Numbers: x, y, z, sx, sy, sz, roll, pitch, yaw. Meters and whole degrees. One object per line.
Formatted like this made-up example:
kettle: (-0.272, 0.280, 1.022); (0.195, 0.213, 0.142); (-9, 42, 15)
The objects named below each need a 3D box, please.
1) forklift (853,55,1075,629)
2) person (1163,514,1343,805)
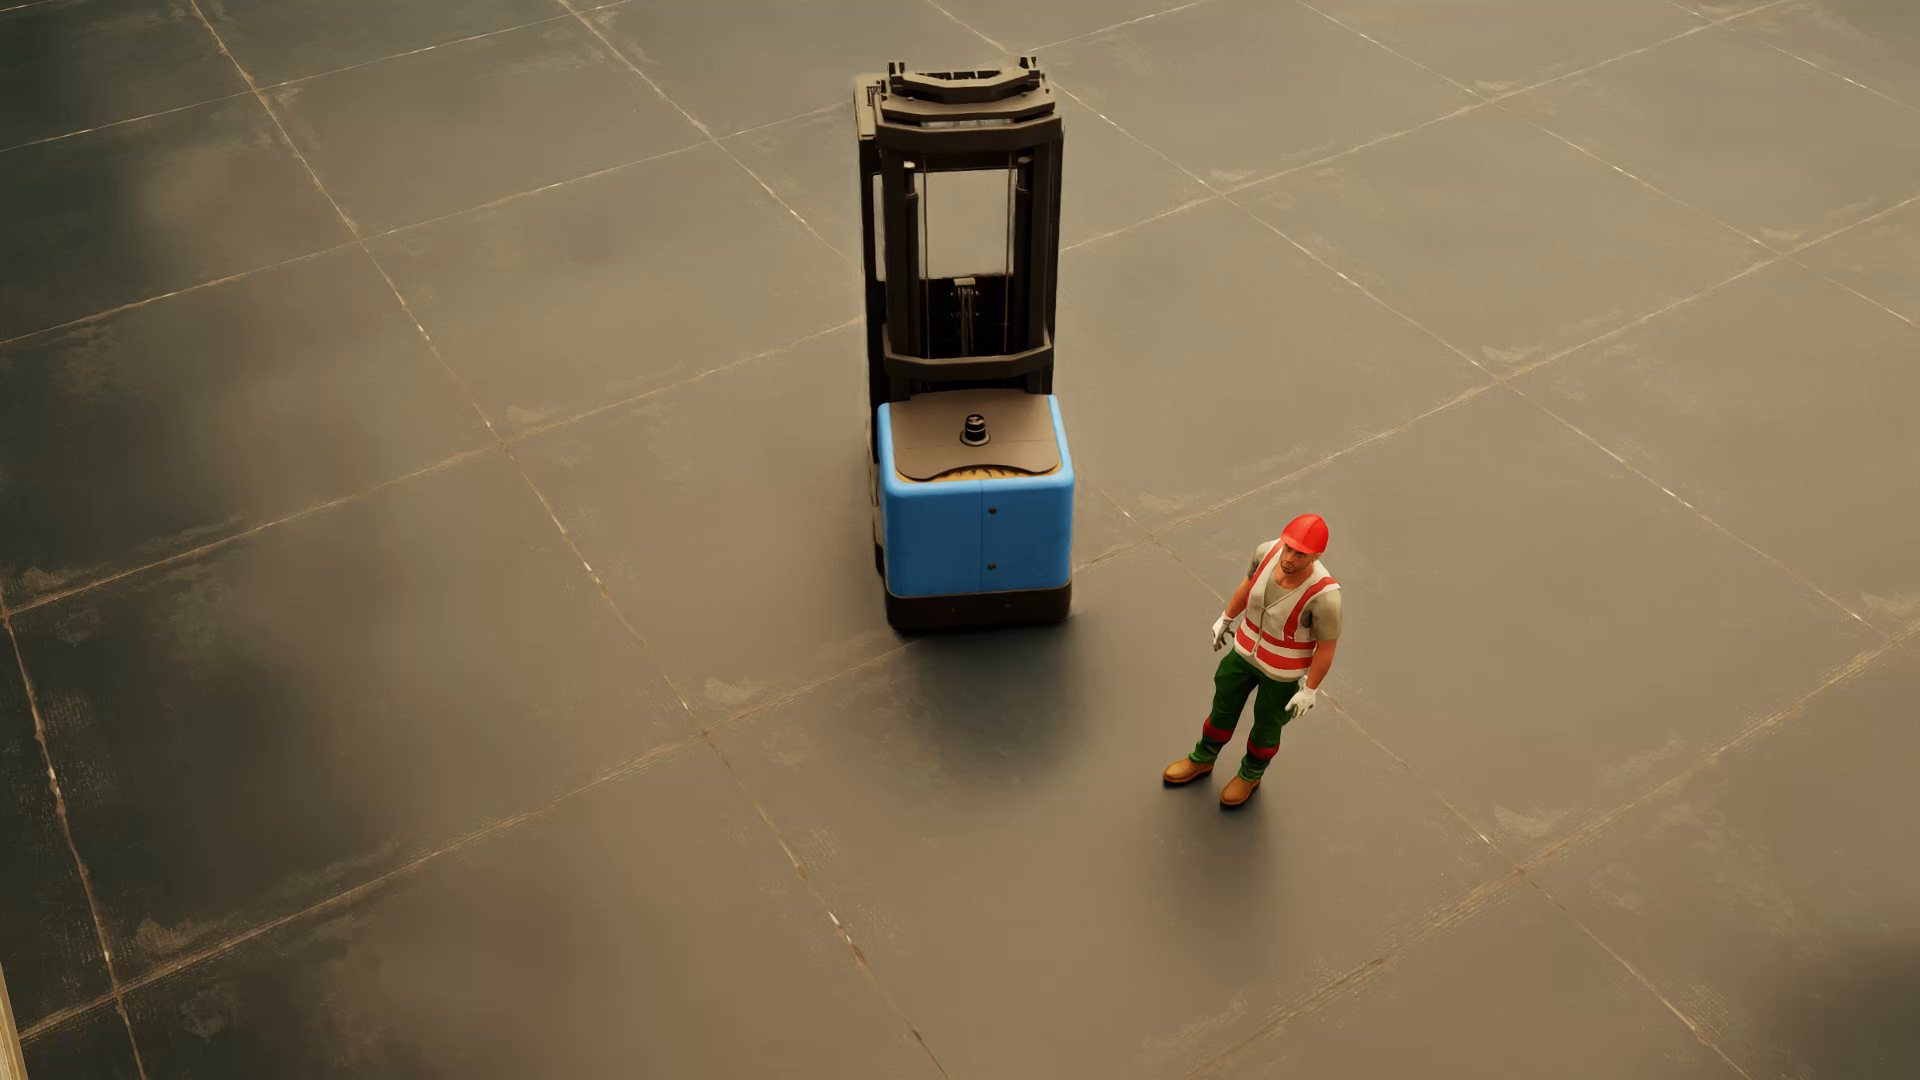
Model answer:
forklift: (-0.017, -1.563, 9.659); (1.130, 2.935, 3.031); (-3, 41, -4)
person: (1.439, 0.603, 8.038); (0.566, 1.786, 0.638); (-28, 48, -28)
